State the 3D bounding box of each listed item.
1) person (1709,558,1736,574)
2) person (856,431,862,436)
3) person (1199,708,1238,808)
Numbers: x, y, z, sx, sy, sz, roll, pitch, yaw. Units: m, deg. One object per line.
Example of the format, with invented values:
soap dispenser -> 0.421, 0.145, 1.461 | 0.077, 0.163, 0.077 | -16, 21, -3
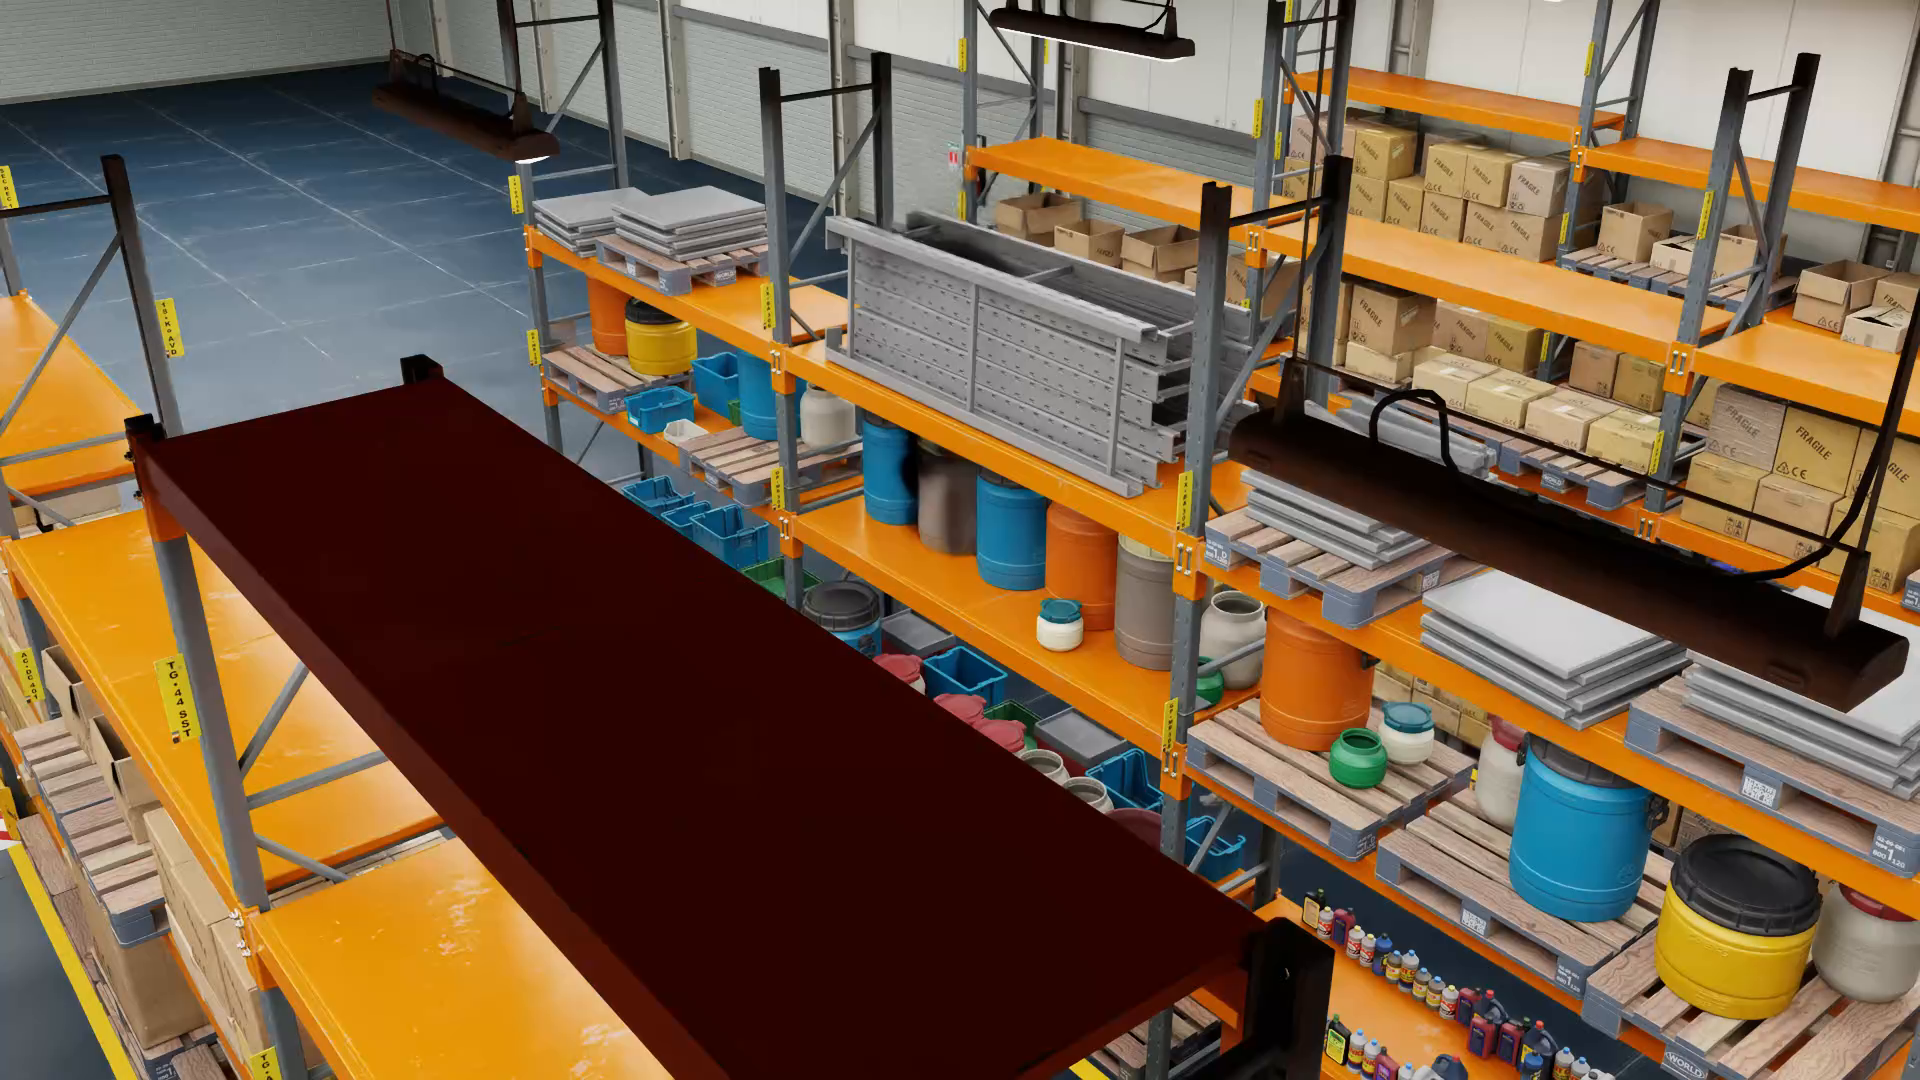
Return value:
person -> 6.556, 0.768, 14.804 | 0.555, 1.709, 0.797 | -18, 31, -33
person -> -1.578, -1.673, 19.825 | 0.887, 1.595, 0.533 | -4, 26, -9
person -> 2.285, 1.369, 12.691 | 0.672, 1.829, 0.863 | -22, 33, -38
